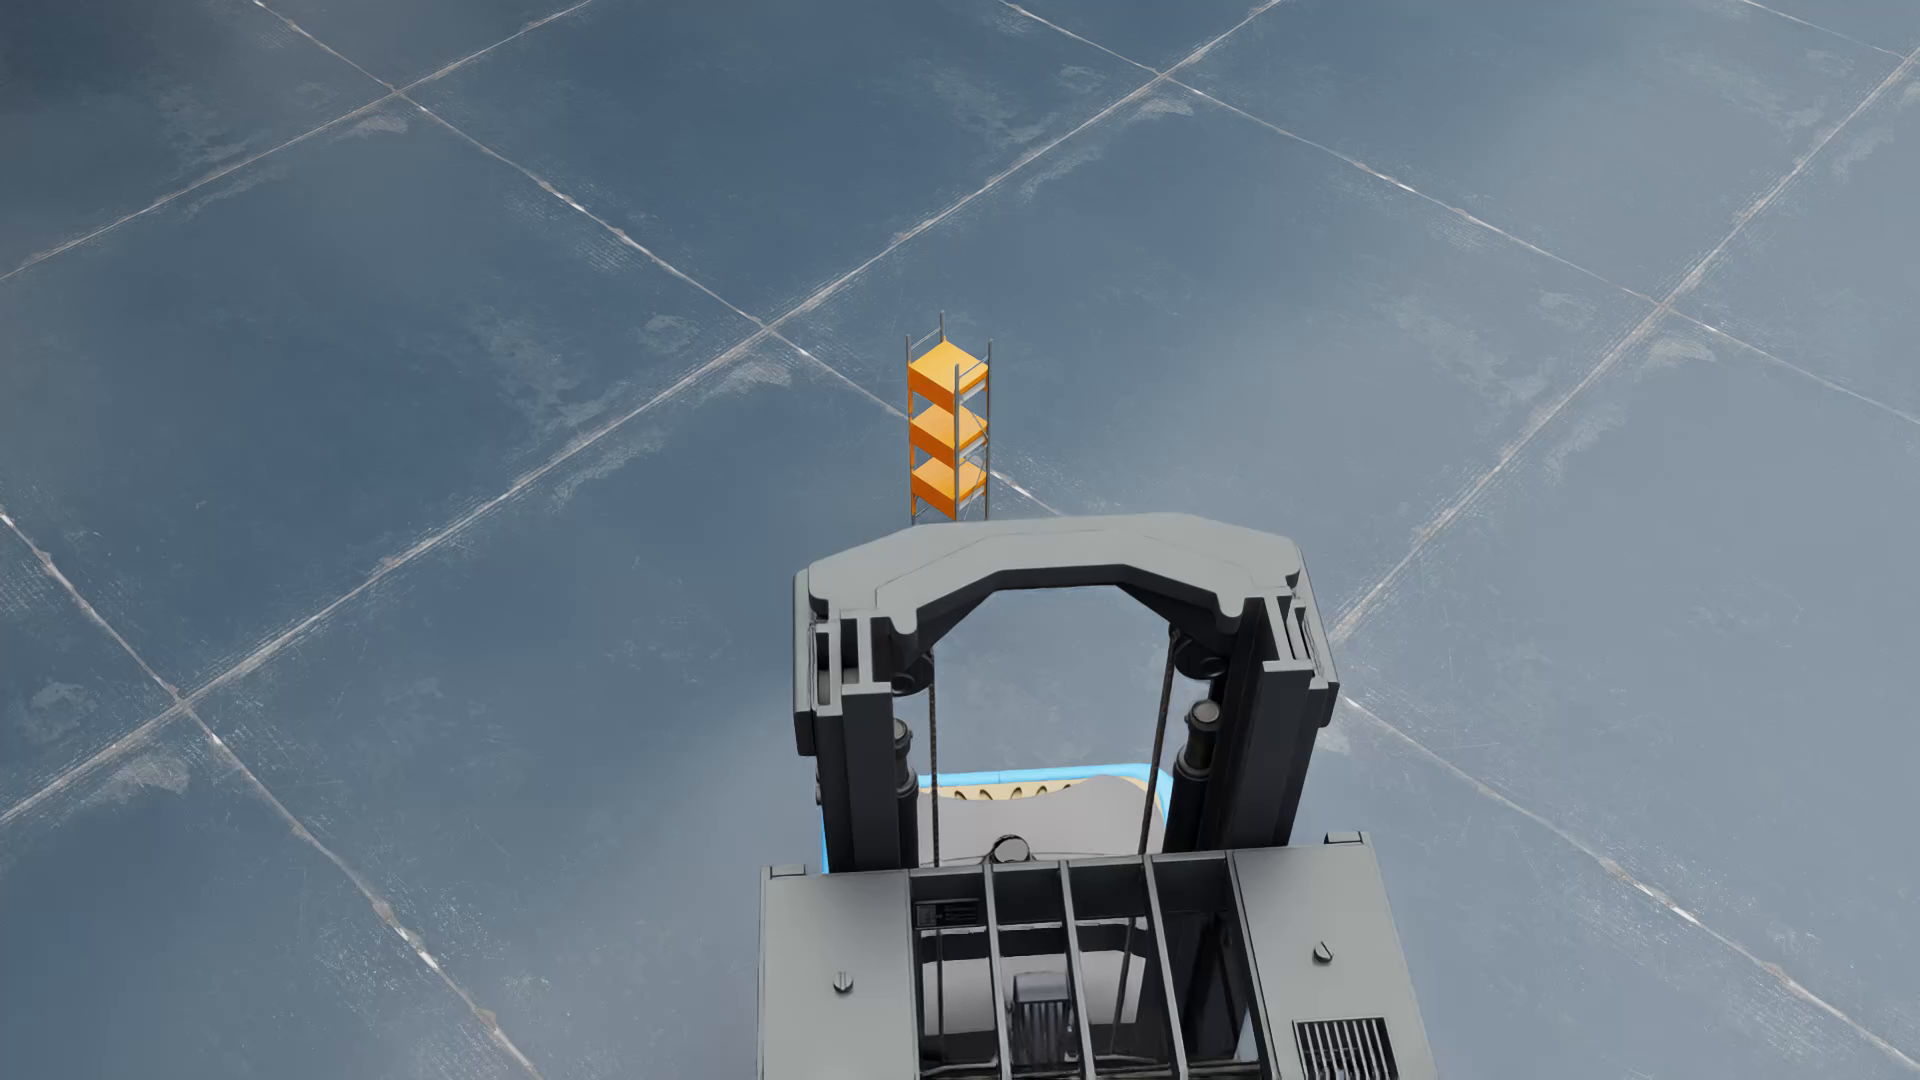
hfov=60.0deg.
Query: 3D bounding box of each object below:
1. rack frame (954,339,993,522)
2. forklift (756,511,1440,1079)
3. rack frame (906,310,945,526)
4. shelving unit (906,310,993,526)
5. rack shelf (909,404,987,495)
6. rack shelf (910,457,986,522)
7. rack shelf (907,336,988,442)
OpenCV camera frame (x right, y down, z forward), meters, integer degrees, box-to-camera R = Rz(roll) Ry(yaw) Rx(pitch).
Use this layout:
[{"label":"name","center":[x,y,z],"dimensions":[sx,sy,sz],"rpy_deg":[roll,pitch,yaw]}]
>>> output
[{"label":"rack frame","center":[0.050,-0.326,6.444],"dimensions":[0.008,1.050,0.200],"rpy_deg":[34,55,28]},{"label":"forklift","center":[0.211,1.469,3.469],"dimensions":[1.130,2.935,3.031],"rpy_deg":[-3,47,-3]},{"label":"rack frame","center":[-0.129,-0.446,6.557],"dimensions":[0.008,1.050,0.200],"rpy_deg":[34,55,28]},{"label":"shelving unit","center":[-0.039,-0.386,6.501],"dimensions":[0.252,1.050,0.215],"rpy_deg":[34,55,28]},{"label":"rack shelf","center":[-0.039,-0.379,6.508],"dimensions":[0.240,0.259,0.215],"rpy_deg":[34,55,28]},{"label":"rack shelf","center":[-0.039,-0.188,6.711],"dimensions":[0.240,0.259,0.215],"rpy_deg":[34,55,28]},{"label":"rack shelf","center":[-0.039,-0.573,6.301],"dimensions":[0.240,0.259,0.215],"rpy_deg":[34,55,28]}]
